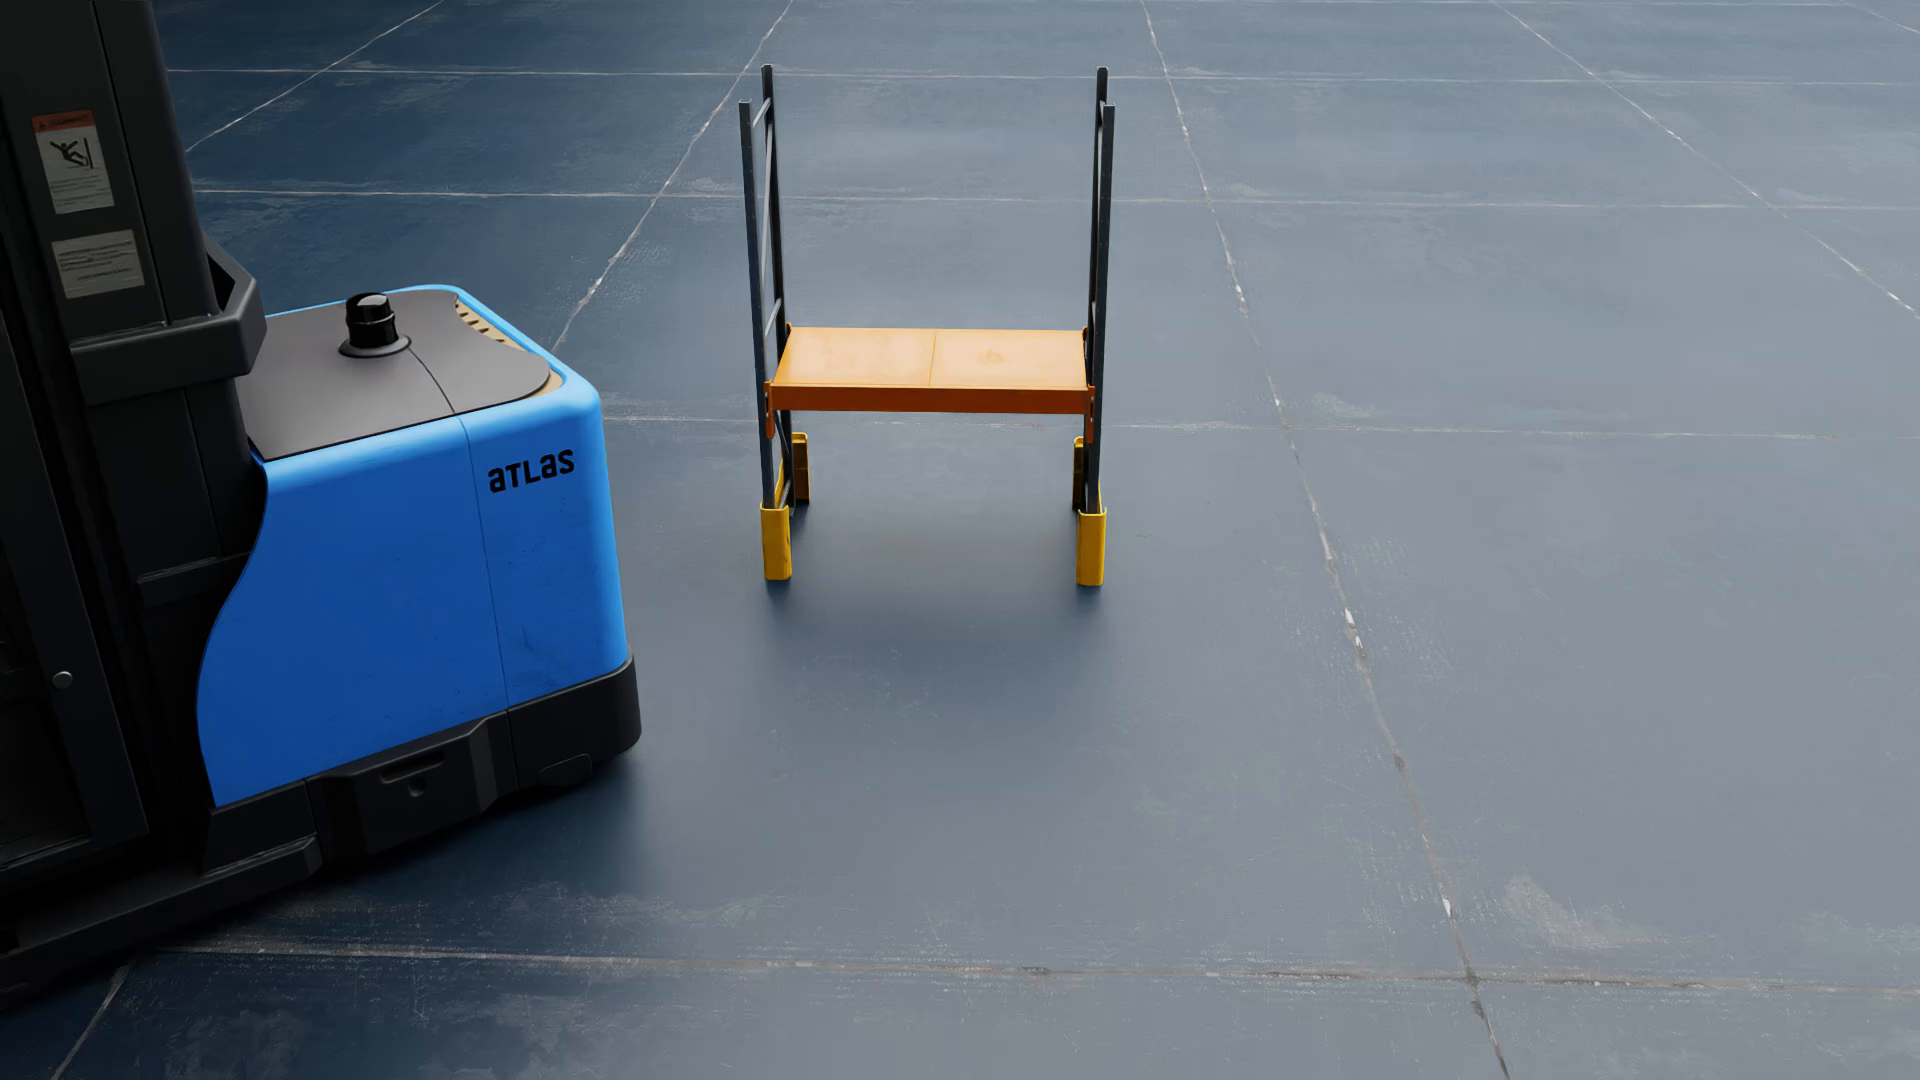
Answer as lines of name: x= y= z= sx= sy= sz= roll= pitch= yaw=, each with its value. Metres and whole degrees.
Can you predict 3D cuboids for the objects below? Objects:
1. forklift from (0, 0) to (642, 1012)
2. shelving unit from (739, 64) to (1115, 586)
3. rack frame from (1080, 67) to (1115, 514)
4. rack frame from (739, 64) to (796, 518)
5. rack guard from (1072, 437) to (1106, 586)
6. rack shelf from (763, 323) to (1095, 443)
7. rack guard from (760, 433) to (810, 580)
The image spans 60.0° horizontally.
forklift: x=-2.338 y=-0.487 z=3.327 sx=3.031 sy=2.935 sz=1.130 roll=-19 pitch=33 yaw=-31
shelving unit: x=-0.076 y=-0.664 z=5.189 sx=1.083 sy=1.500 sz=0.587 roll=1 pitch=28 yaw=2
rack frame: x=0.423 y=-0.656 z=5.173 sx=0.032 sy=1.500 sz=0.500 roll=1 pitch=28 yaw=2
rack frame: x=-0.593 y=-0.672 z=5.205 sx=0.032 sy=1.500 sz=0.500 roll=1 pitch=28 yaw=2
rack guard: x=0.422 y=-0.103 z=5.466 sx=0.087 sy=0.250 sz=0.587 roll=1 pitch=28 yaw=2
rack shelf: x=-0.085 y=-0.505 z=5.273 sx=1.000 sy=0.185 sz=0.538 roll=1 pitch=28 yaw=2
rack guard: x=-0.574 y=-0.120 z=5.497 sx=0.087 sy=0.250 sz=0.587 roll=1 pitch=28 yaw=2
